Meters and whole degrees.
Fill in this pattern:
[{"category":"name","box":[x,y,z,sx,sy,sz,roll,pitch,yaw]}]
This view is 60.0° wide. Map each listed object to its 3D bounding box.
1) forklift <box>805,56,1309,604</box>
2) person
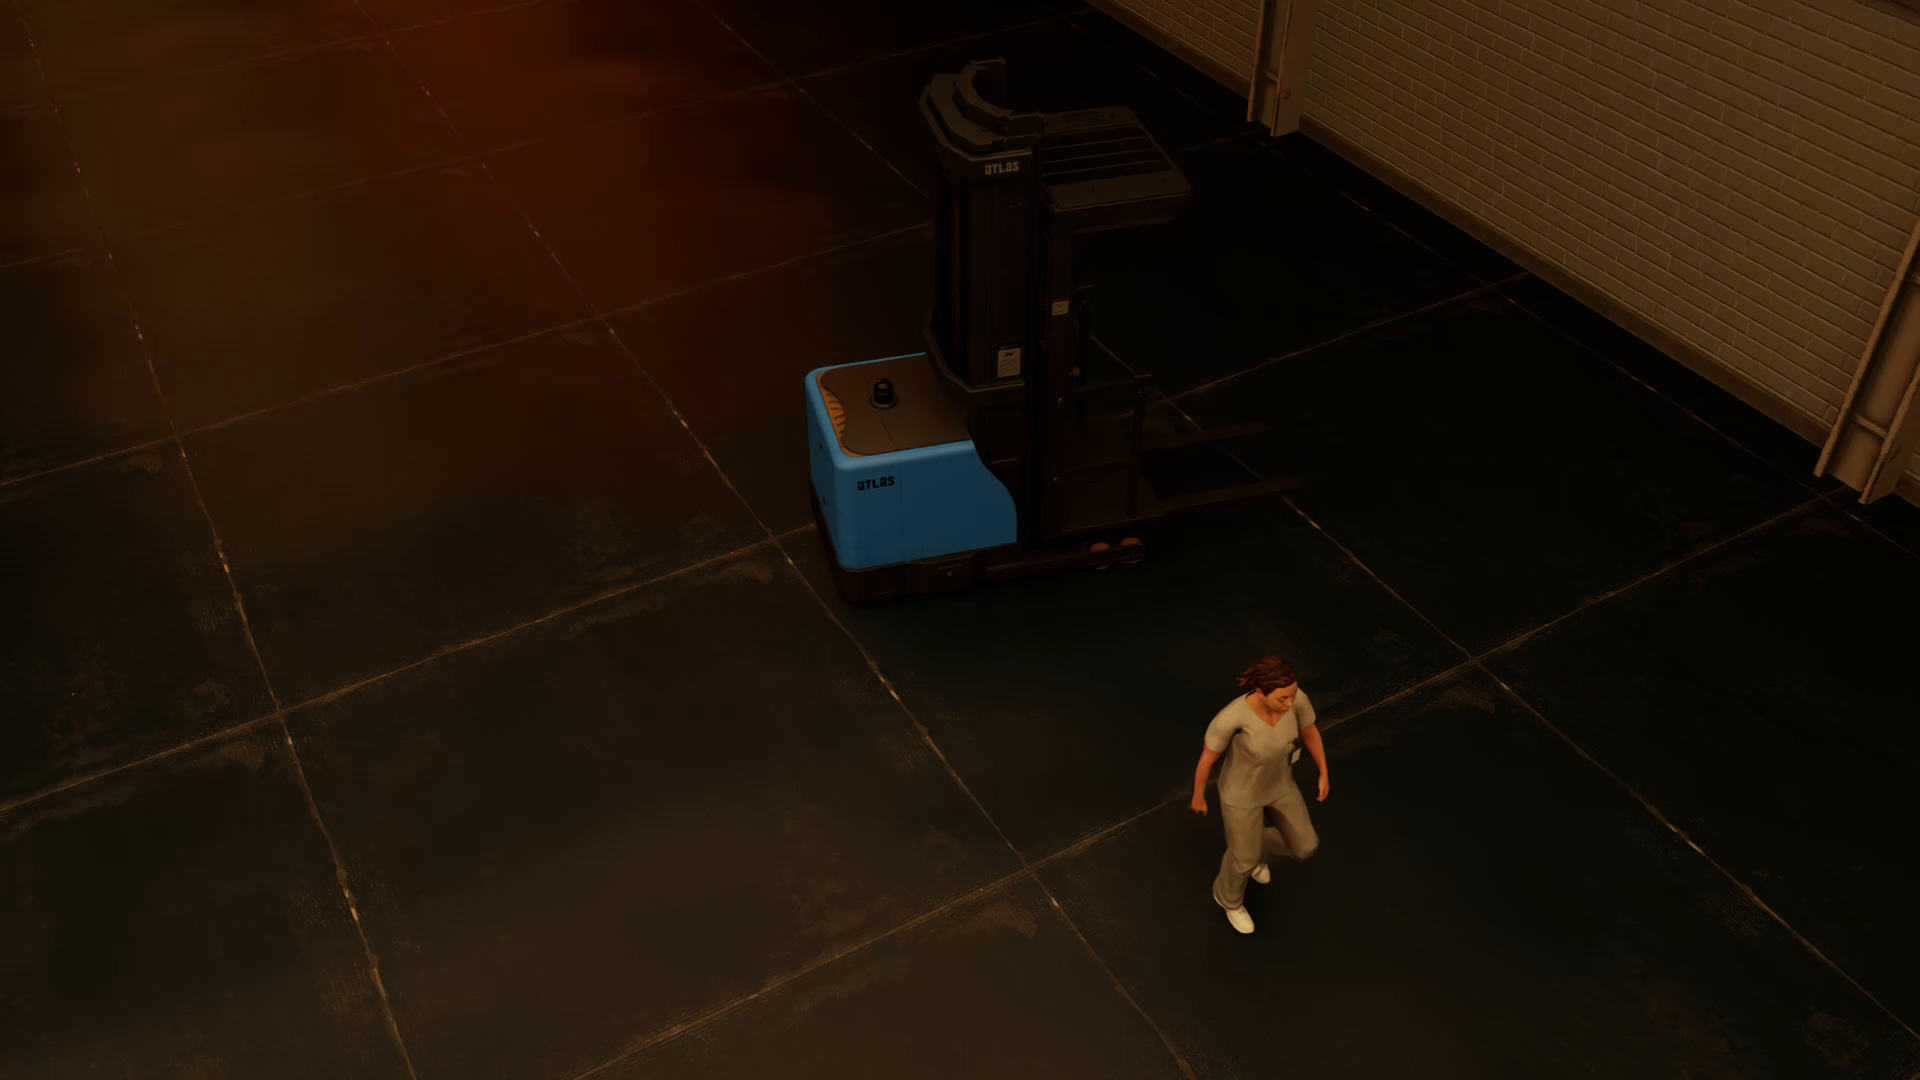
[{"category":"forklift","box":[0.639,-1.266,9.562,3.031,2.935,1.130,-10,41,-12]},{"category":"person","box":[1.380,1.151,7.651,0.611,1.656,0.477,-19,43,-21]}]
